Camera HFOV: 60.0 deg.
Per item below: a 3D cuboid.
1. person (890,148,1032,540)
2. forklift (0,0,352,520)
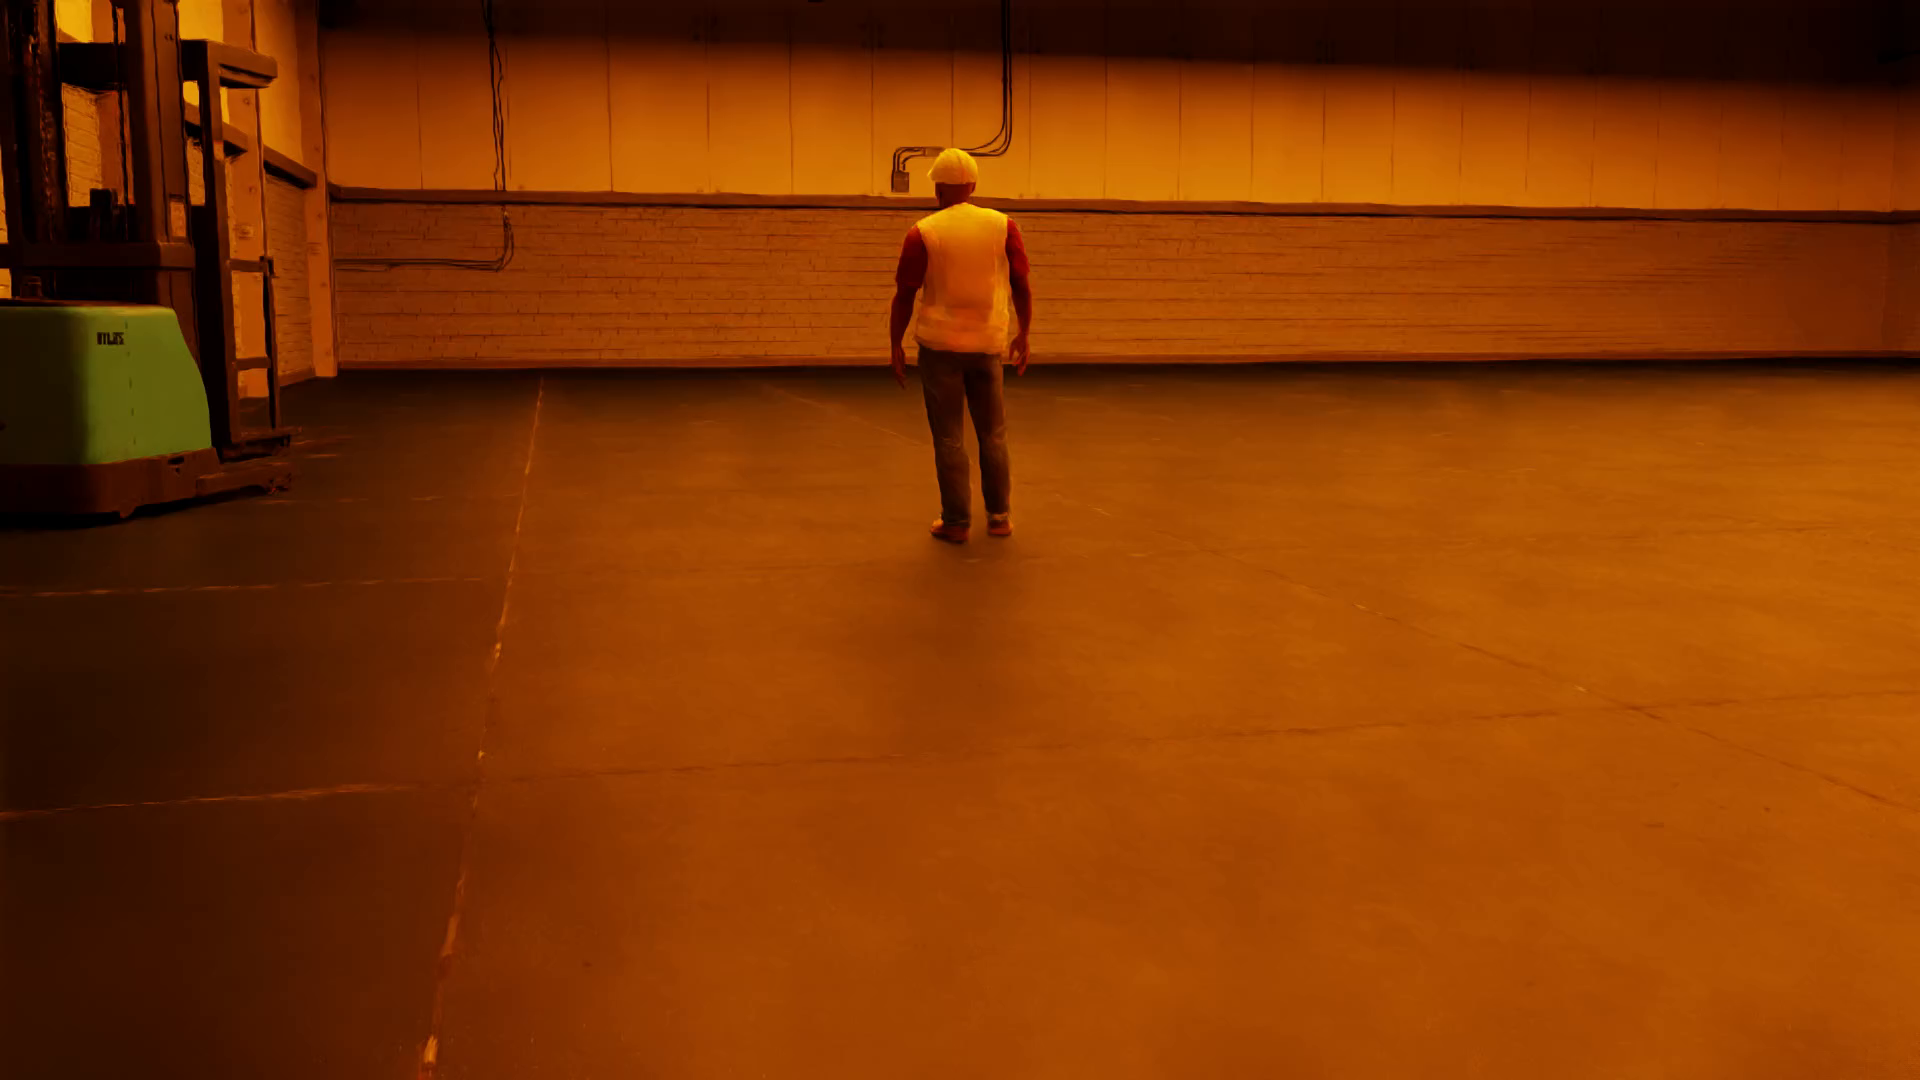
[{"bbox_3d":[-0.011,-0.891,7.652,0.665,1.766,0.576,-2,8,-13],"label":"person"},{"bbox_3d":[-4.542,-1.720,9.420,1.130,2.935,3.031,1,8,6],"label":"forklift"}]
